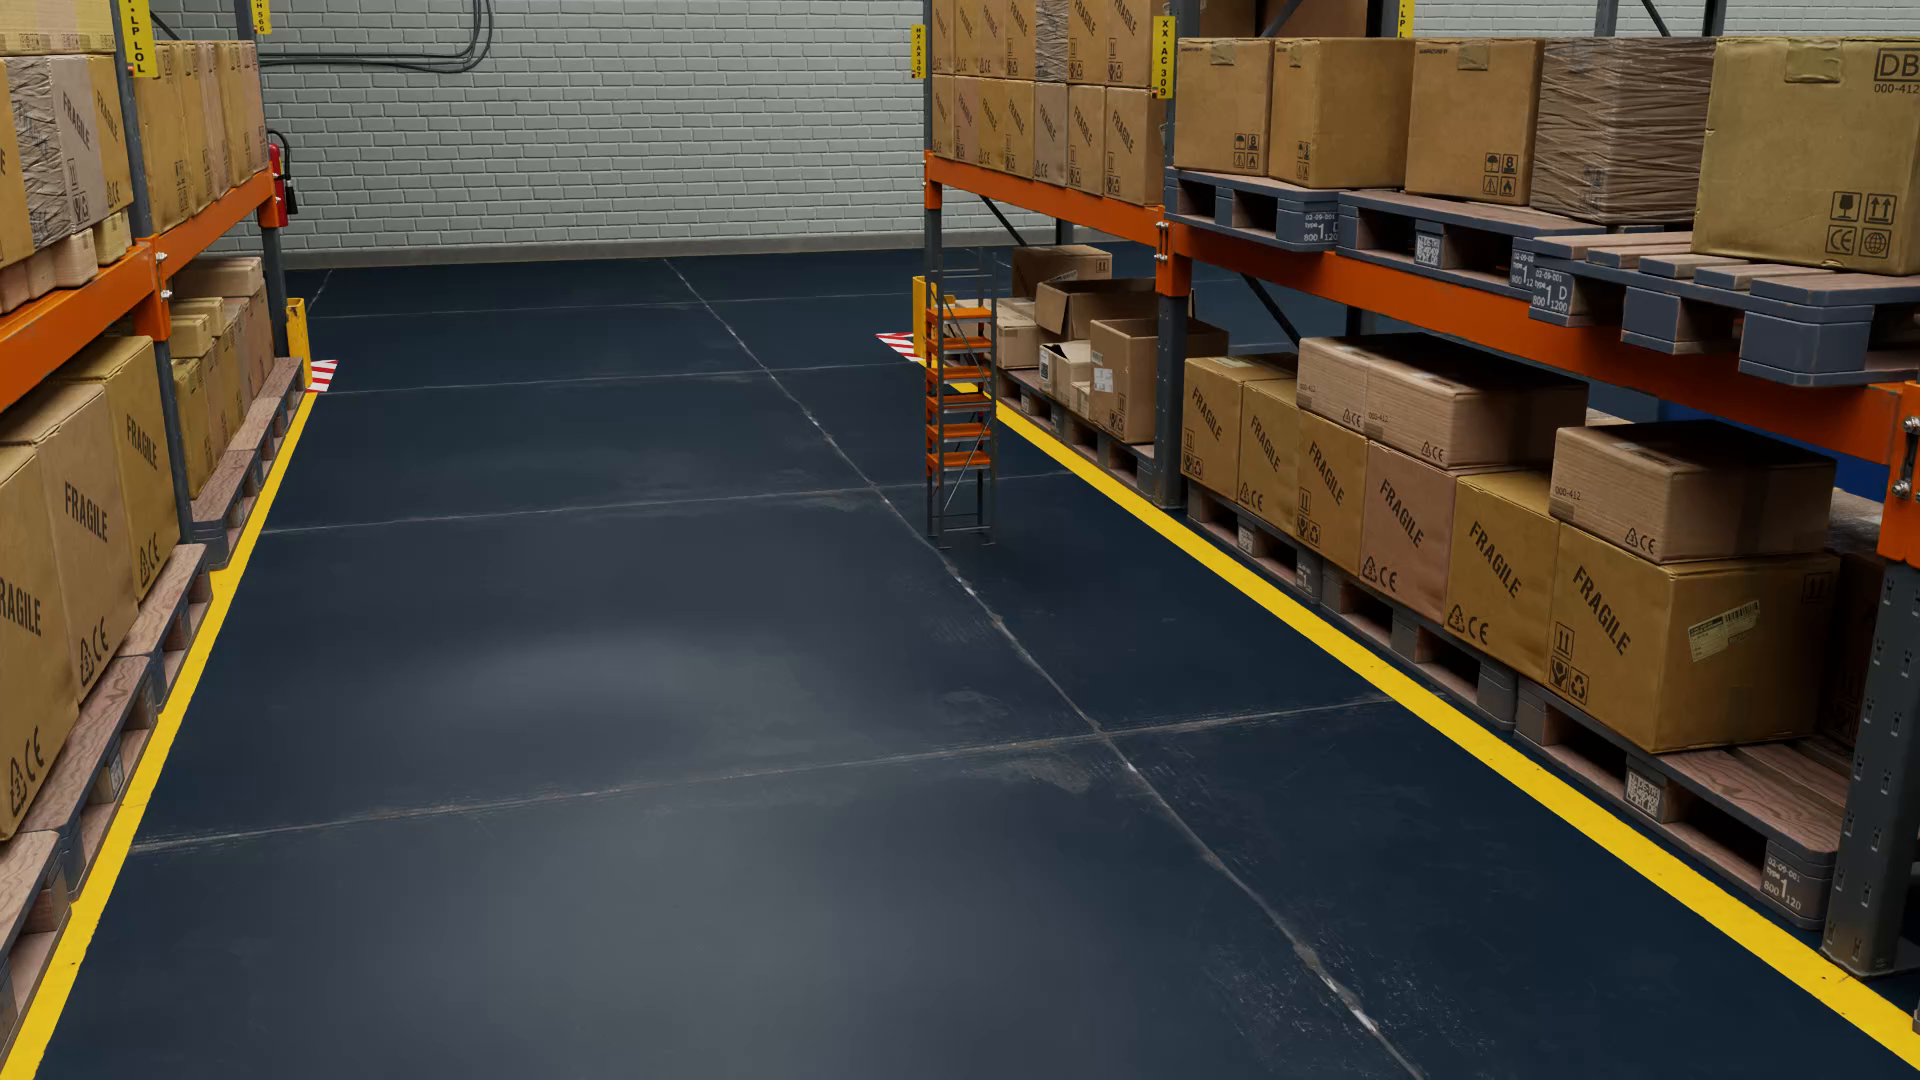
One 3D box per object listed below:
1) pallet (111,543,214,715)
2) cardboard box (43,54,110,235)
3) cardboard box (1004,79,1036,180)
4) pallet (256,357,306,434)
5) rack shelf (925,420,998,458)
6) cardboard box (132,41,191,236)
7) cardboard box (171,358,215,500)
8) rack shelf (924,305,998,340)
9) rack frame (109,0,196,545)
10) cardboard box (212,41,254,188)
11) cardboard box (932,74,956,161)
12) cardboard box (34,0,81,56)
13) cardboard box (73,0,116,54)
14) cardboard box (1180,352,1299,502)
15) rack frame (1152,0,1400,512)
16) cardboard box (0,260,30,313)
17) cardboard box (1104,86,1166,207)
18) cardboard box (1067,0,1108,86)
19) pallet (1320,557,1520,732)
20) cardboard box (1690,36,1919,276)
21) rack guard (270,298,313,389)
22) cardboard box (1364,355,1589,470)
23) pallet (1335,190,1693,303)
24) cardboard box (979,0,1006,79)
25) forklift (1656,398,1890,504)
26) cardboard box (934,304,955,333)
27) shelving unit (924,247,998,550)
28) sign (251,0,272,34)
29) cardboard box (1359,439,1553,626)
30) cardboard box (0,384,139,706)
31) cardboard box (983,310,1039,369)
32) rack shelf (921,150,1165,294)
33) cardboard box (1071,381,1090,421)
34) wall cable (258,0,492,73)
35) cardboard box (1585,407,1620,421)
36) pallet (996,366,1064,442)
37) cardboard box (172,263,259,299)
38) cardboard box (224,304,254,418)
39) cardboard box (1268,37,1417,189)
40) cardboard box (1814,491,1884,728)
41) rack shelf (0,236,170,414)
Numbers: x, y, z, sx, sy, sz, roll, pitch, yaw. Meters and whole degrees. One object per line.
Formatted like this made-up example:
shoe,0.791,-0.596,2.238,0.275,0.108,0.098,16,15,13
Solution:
pallet,-3.117,0.317,5.531,1.003,0.211,1.213,-5,17,-15
cardboard box,-2.882,-1.178,4.934,0.500,0.500,0.500,-5,17,-15
cardboard box,0.548,-2.210,8.921,0.500,0.500,0.500,-4,17,-15
pallet,-4.205,-0.782,9.189,1.003,0.211,1.213,-5,17,-15
rack shelf,0.004,-0.413,6.813,0.258,0.103,0.180,-5,17,-15
cardboard box,-3.535,-1.521,6.281,0.980,0.700,0.700,-4,17,-14
cardboard box,-3.508,-0.445,6.835,0.700,0.500,0.500,-4,17,-15
rack shelf,0.004,-0.873,6.675,0.258,0.103,0.180,-5,17,-15
rack frame,-3.401,-1.226,5.820,1.000,3.000,0.127,-5,17,-15
cardboard box,-4.140,-2.136,8.327,0.980,0.700,0.700,-5,17,-16
cardboard box,0.130,-2.630,10.319,0.500,0.500,0.500,-4,17,-14
cardboard box,-2.896,-1.534,4.816,0.500,0.250,0.500,-4,17,-14
cardboard box,-3.027,-1.676,5.290,0.500,0.250,0.500,-4,17,-14
cardboard box,1.259,-0.479,6.914,0.500,0.500,0.500,-6,18,-18
rack frame,1.361,-1.619,7.128,1.000,3.000,0.127,-5,17,-15
cardboard box,-2.729,-0.690,4.435,0.380,0.149,0.250,-5,17,-17
cardboard box,0.977,-1.785,7.506,0.500,0.500,0.500,-4,17,-14
cardboard box,0.829,-2.407,7.838,0.500,0.500,0.500,-5,17,-16
pallet,1.960,0.277,5.664,1.003,0.211,1.213,-5,17,-15
cardboard box,2.179,-0.927,3.920,0.700,0.500,0.500,-12,20,-34
rack guard,-4.507,-1.142,9.886,1.175,0.500,0.348,-5,17,-15
cardboard box,1.673,-0.423,5.424,0.500,0.250,0.500,-5,17,-16
pallet,1.921,-0.958,5.261,1.003,0.211,1.213,-5,17,-15
cardboard box,0.414,-2.826,9.233,0.500,0.500,0.500,-4,17,-14
forklift,4.118,-1.137,5.644,1.130,2.935,3.031,-13,21,-37
cardboard box,0.046,-1.428,10.682,0.380,0.149,0.250,-5,17,-15
shelving unit,0.004,-0.571,6.766,0.258,1.200,0.189,-5,17,-15
sign,-3.975,-3.040,9.433,0.100,0.325,0.005,-5,17,-15
cardboard box,1.685,-0.054,5.498,0.500,0.500,0.500,-5,18,-17
cardboard box,-2.850,0.017,4.687,0.750,0.750,0.750,-4,17,-14
cardboard box,0.413,-1.170,9.647,0.500,0.250,0.500,-5,17,-15
rack shelf,0.811,-1.828,9.073,1.077,0.370,4.000,-5,17,-15
cardboard box,0.771,-0.698,8.254,0.380,0.149,0.250,-5,17,-15
wall cable,-5.711,-5.311,14.390,3.097,2.526,0.112,-5,17,-15
cardboard box,2.037,-0.243,6.126,0.500,0.500,0.500,-4,17,-15
pallet,0.834,-0.811,9.287,1.003,0.211,1.213,-5,17,-15
cardboard box,-3.930,-1.370,8.786,0.380,0.149,0.250,-4,17,-14
cardboard box,-3.935,-0.873,8.261,0.700,0.500,0.500,-5,18,-17
cardboard box,1.526,-1.534,5.941,0.700,0.500,0.500,-2,17,-6
cardboard box,2.460,0.181,4.716,0.500,0.500,0.500,-5,18,-17
rack shelf,-2.852,-0.329,4.082,1.077,0.370,4.000,-5,17,-15
